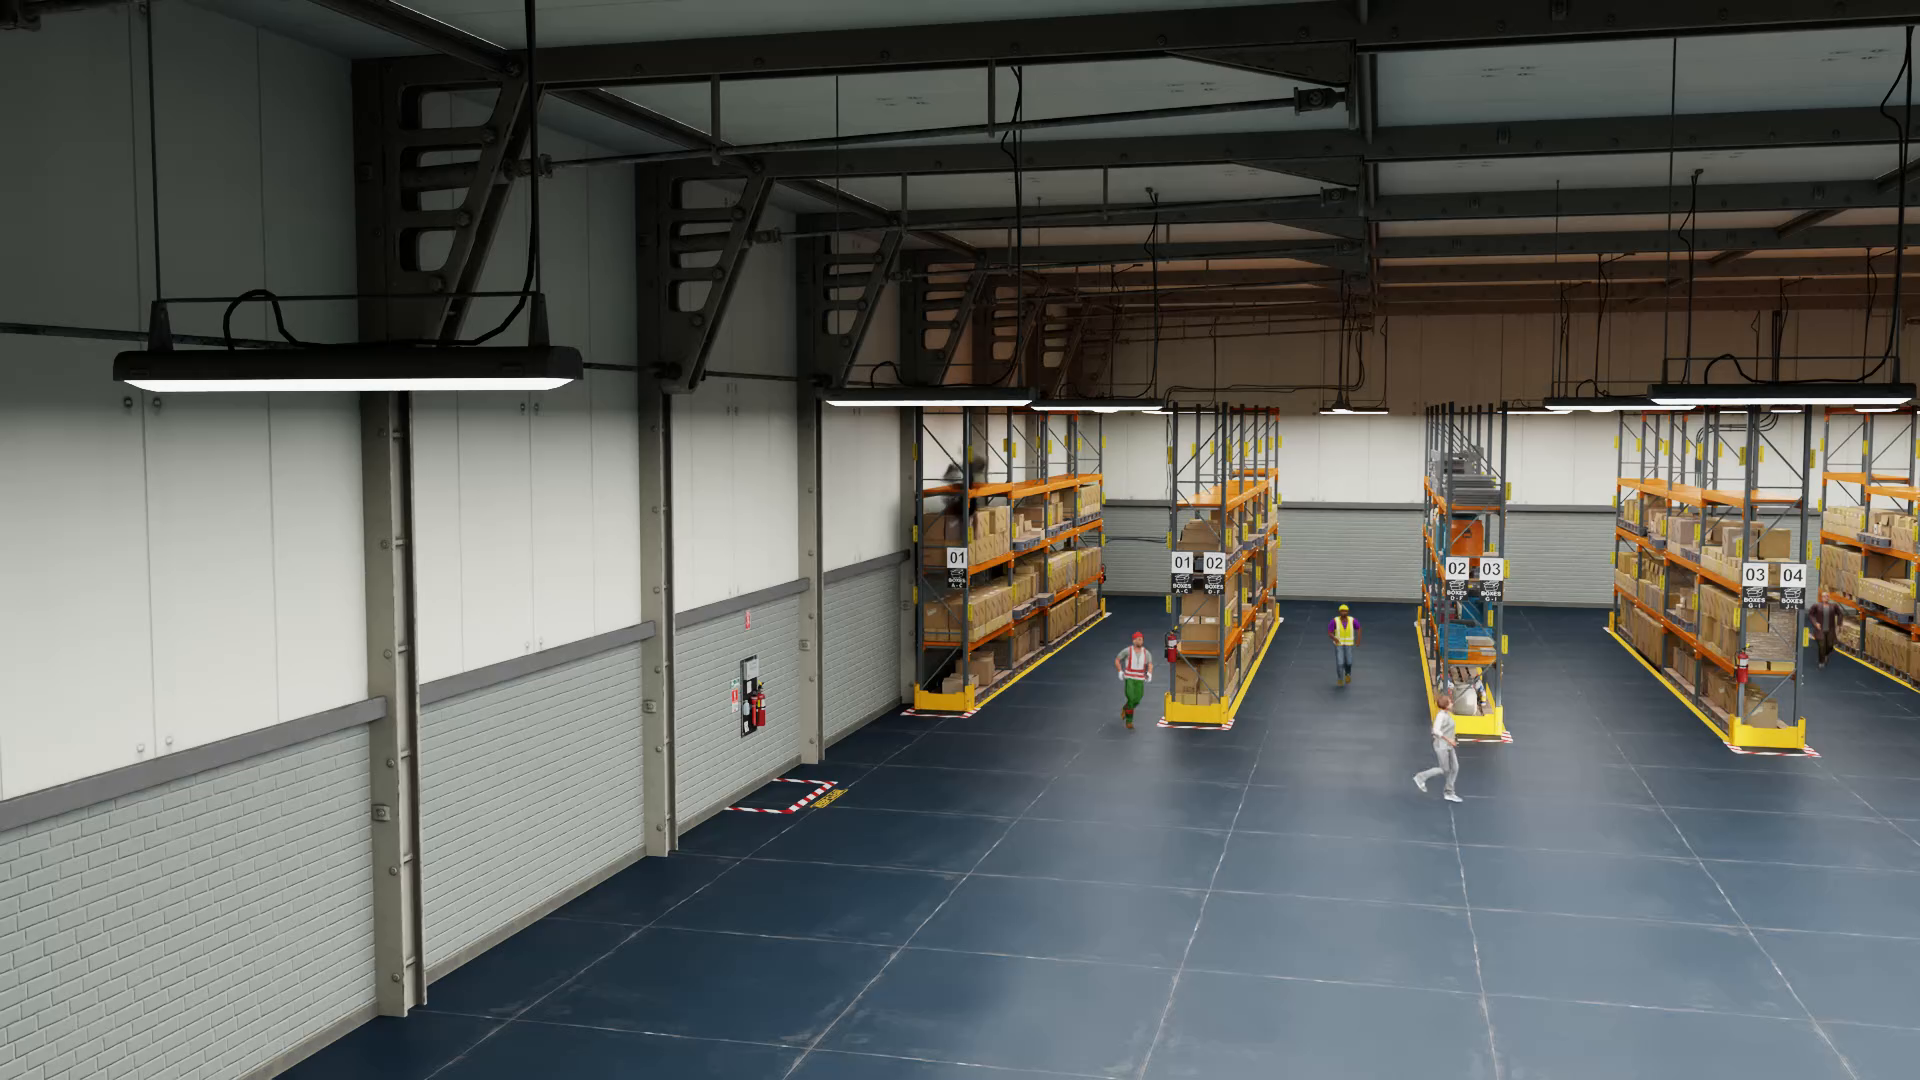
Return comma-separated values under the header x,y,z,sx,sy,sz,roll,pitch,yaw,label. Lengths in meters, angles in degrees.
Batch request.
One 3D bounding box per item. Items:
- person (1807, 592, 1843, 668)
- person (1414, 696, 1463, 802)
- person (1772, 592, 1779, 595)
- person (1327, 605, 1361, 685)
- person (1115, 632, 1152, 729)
x,y,z,sx,sy,sz,roll,pitch,yaw,label
19.789,2.052,38.051,0.746,1.737,0.658,1,4,16,person
7.178,3.109,24.887,0.718,1.583,0.546,3,5,31,person
20.945,1.711,43.258,0.638,1.642,0.872,4,6,42,person
8.195,2.237,35.406,0.733,1.720,0.582,0,4,6,person
3.231,2.581,30.851,0.710,1.747,0.677,-1,4,-14,person
